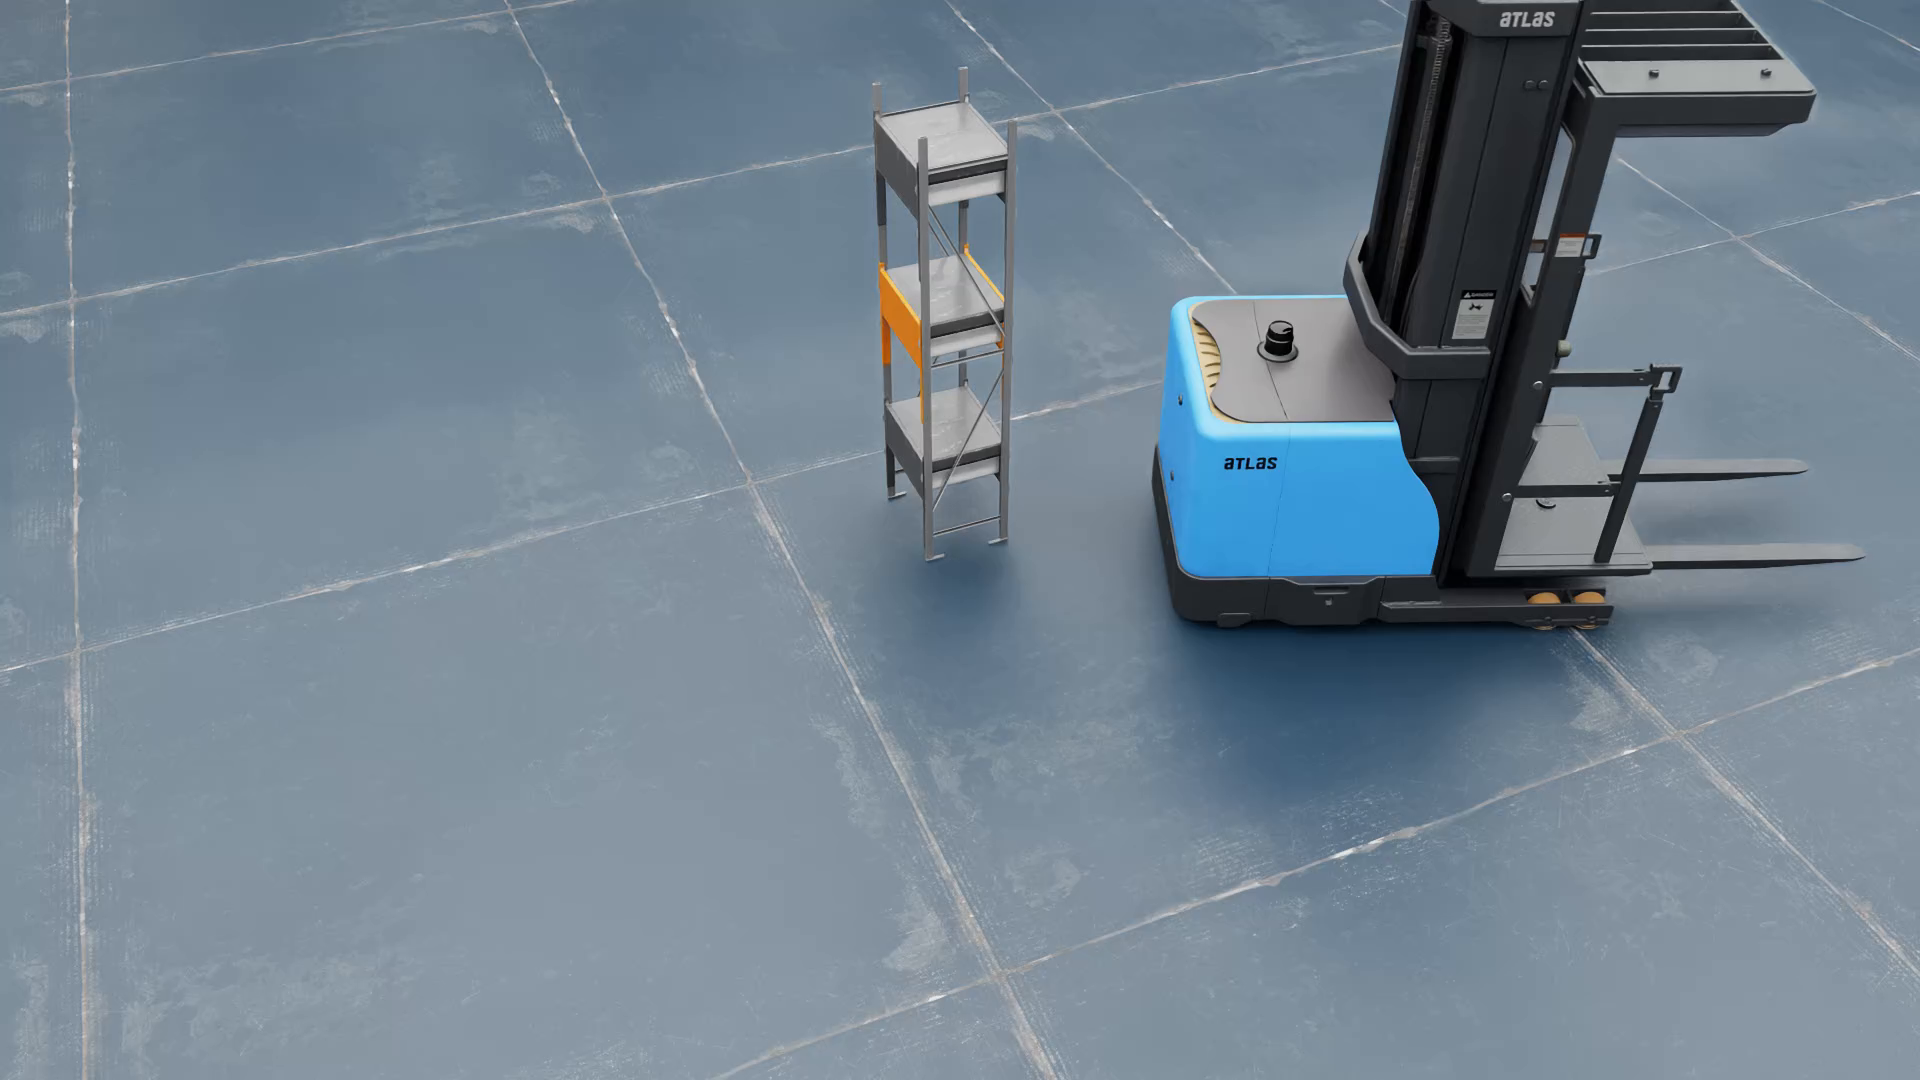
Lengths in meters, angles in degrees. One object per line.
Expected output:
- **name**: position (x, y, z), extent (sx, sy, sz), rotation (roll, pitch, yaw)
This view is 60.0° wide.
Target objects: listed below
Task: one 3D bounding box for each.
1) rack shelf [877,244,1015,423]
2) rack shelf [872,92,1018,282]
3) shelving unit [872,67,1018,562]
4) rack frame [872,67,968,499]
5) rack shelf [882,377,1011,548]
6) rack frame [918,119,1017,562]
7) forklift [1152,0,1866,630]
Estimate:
- **rack shelf**: position (-0.063, -0.885, 7.109), extent (0.431, 0.518, 0.480), rotation (-15, 43, -17)
- **rack shelf**: position (-0.063, -1.416, 6.652), extent (0.431, 0.518, 0.480), rotation (-15, 43, -17)
- **shelving unit**: position (-0.063, -0.896, 7.100), extent (0.431, 2.100, 0.503), rotation (-15, 43, -17)
- **rack frame**: position (-0.157, -1.043, 7.271), extent (0.400, 2.100, 0.015), rotation (-15, 43, -17)
- **rack shelf**: position (-0.063, -0.355, 7.565), extent (0.431, 0.518, 0.480), rotation (-15, 43, -17)
- **rack frame**: position (0.030, -0.749, 6.929), extent (0.400, 2.100, 0.015), rotation (-15, 43, -17)
- **forklift**: position (2.430, -1.069, 6.664), extent (3.031, 2.935, 1.130), rotation (-1, 41, -1)
